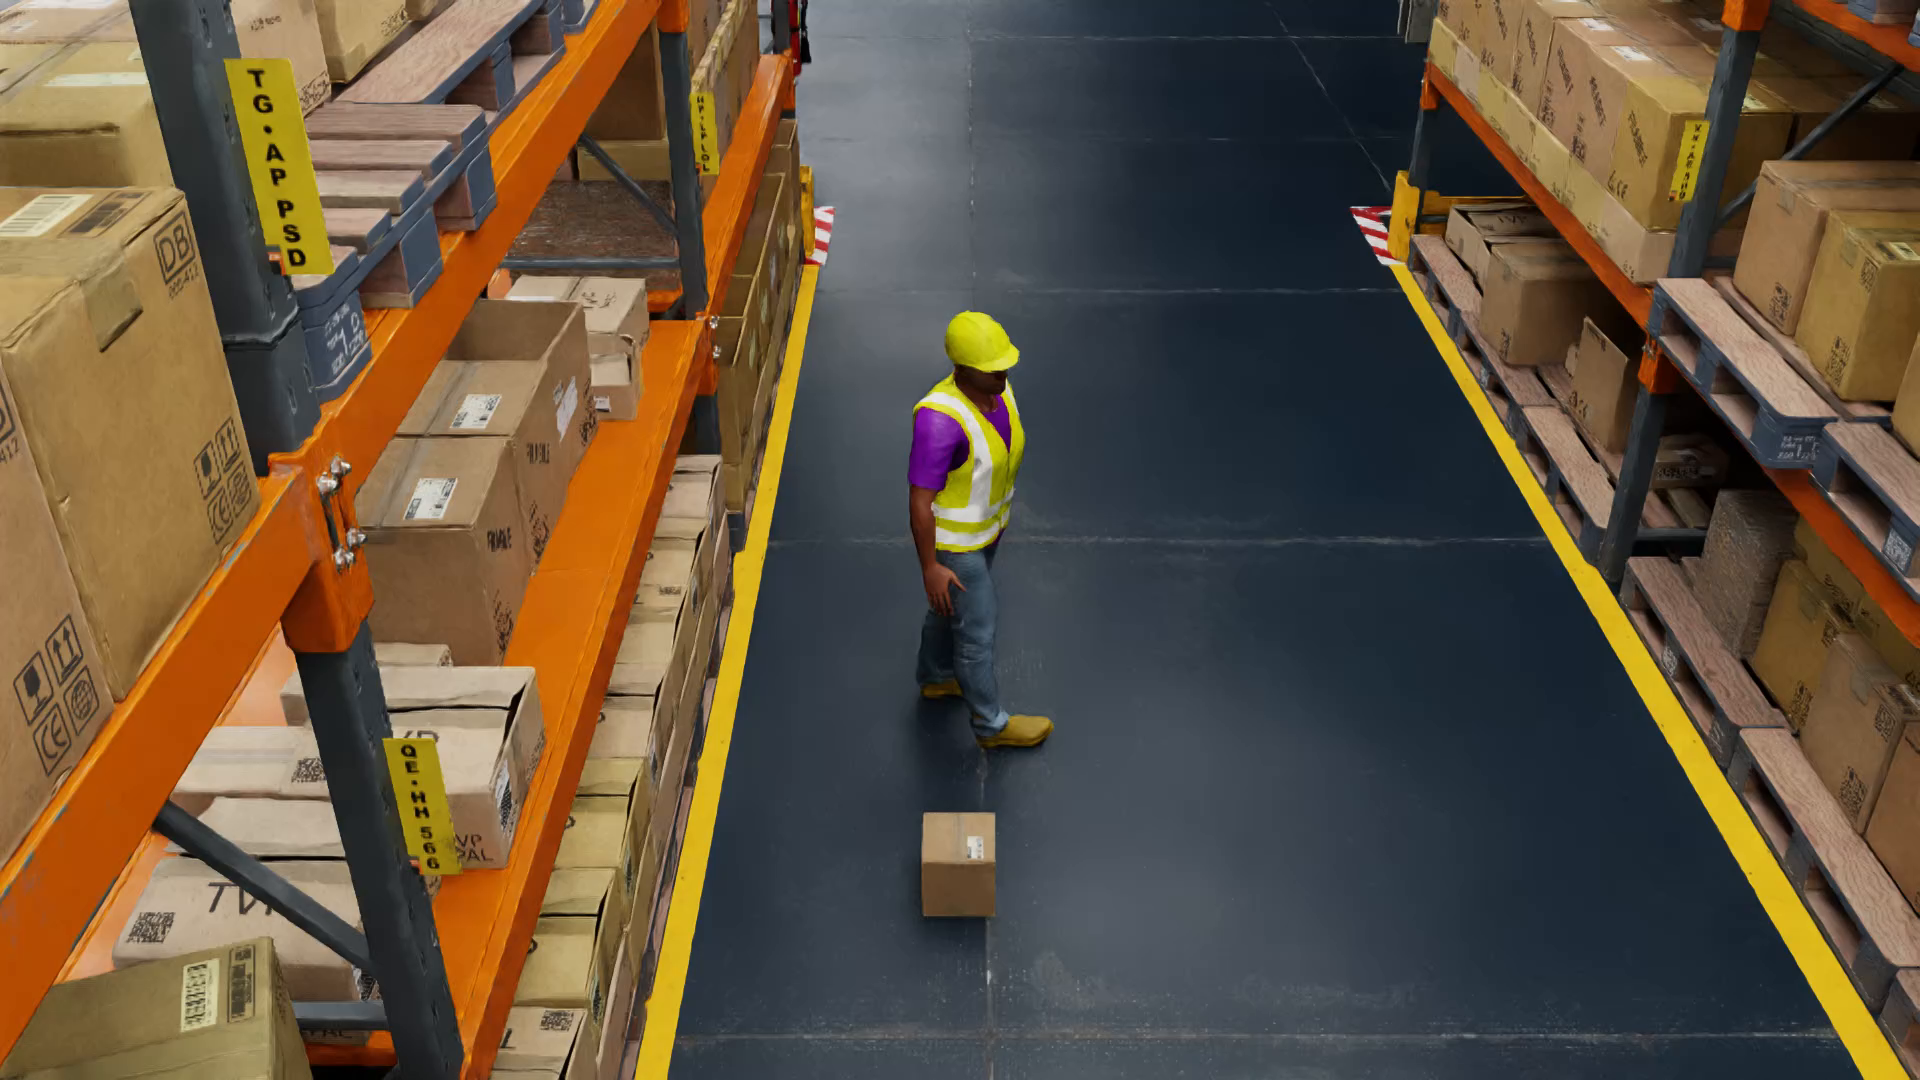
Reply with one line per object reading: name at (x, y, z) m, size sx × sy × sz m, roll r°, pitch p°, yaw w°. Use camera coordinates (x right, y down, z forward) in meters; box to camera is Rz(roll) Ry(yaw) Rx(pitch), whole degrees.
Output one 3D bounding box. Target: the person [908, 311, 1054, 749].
person at (0.067, -0.013, 6.118) m, size 0.622 × 1.765 × 0.717 m, roll 12°, pitch 34°, yaw 20°
